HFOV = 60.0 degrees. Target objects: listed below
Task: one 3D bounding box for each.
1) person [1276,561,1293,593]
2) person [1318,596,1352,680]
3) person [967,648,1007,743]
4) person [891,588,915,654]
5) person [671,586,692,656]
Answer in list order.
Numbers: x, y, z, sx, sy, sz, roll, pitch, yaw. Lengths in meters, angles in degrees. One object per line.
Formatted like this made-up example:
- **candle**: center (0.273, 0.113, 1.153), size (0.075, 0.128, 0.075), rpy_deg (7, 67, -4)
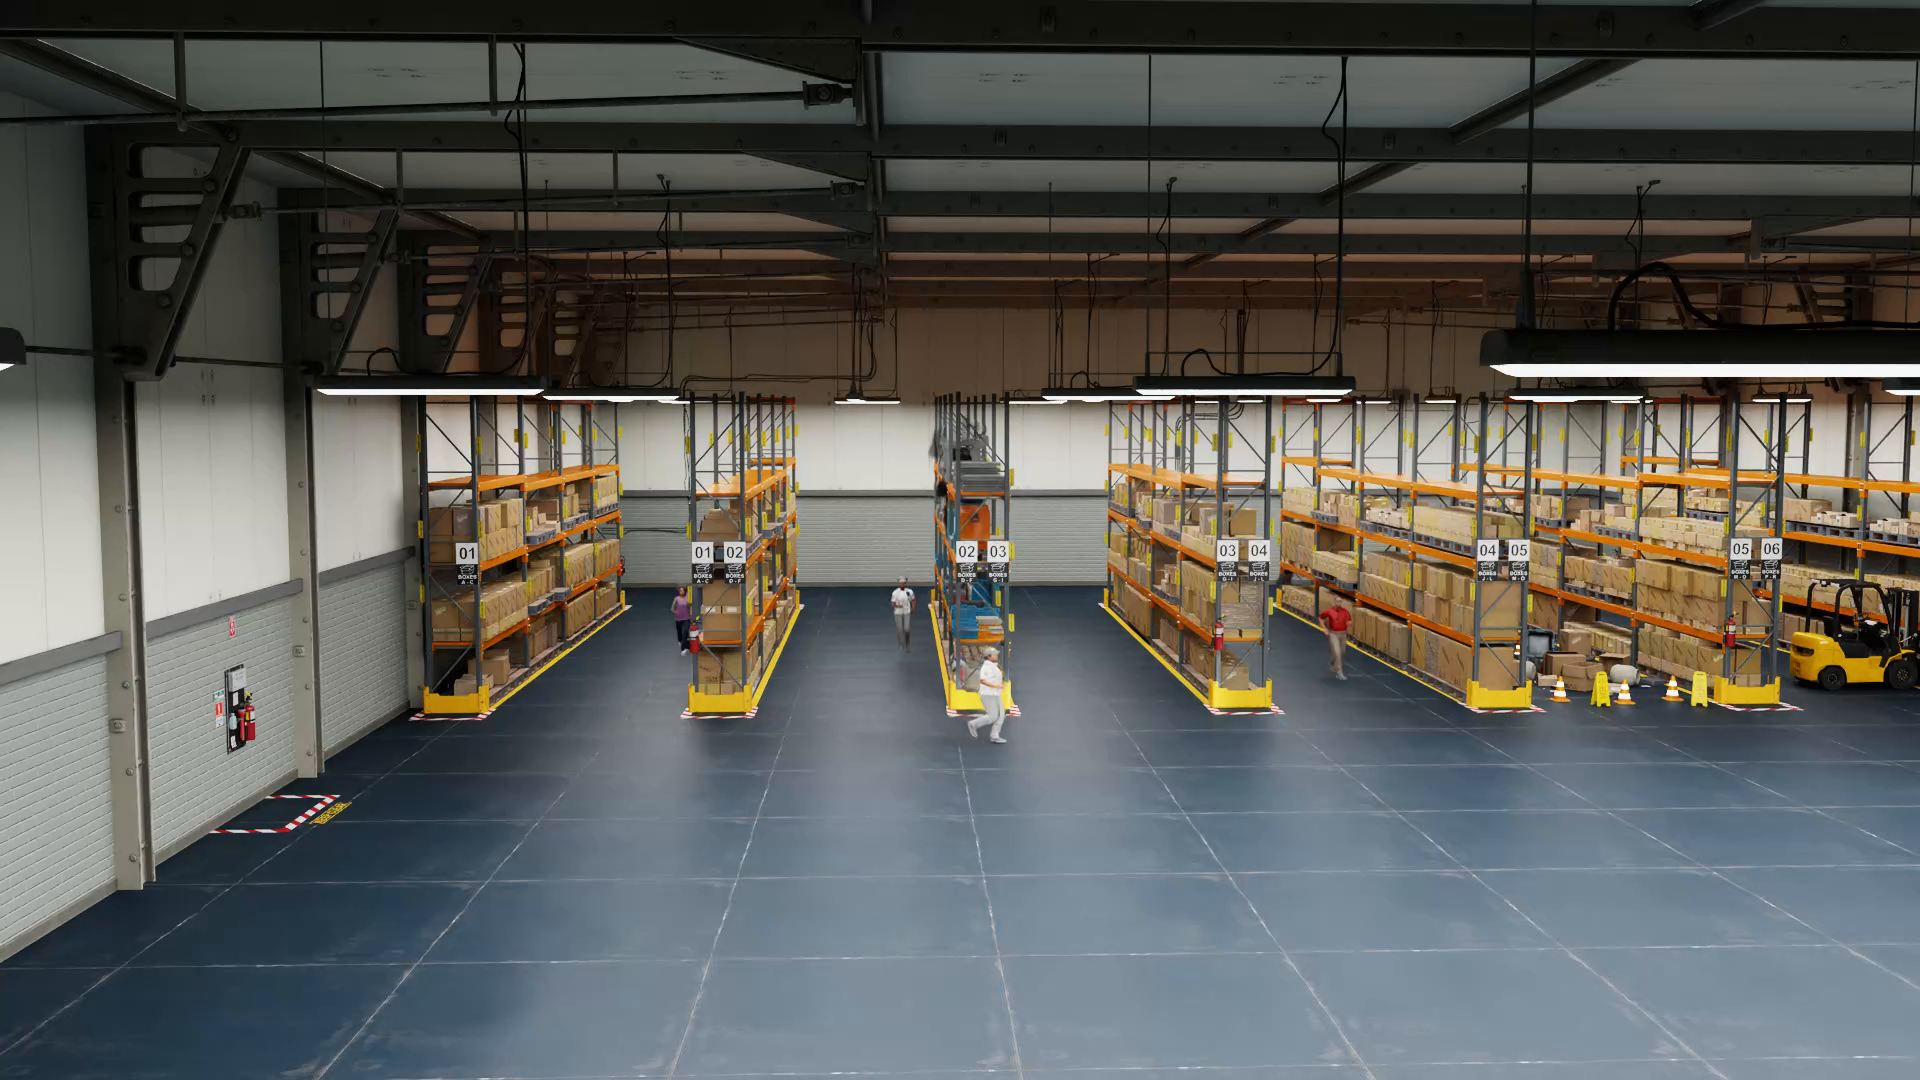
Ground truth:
- **person**: center (9.685, 0.982, 49.101), size (0.662, 1.691, 0.791), rpy_deg (0, 5, 1)
- **person**: center (7.948, 2.037, 35.035), size (0.665, 1.706, 0.991), rpy_deg (-1, 5, -16)
- **person**: center (0.481, 2.637, 28.345), size (0.668, 1.624, 0.582), rpy_deg (2, 5, 18)
- **person**: center (-1.257, 1.780, 36.785), size (0.518, 1.469, 0.558), rpy_deg (0, 5, -1)
- **person**: center (-6.408, 1.854, 38.435), size (0.537, 1.591, 0.831), rpy_deg (-1, 5, -10)
